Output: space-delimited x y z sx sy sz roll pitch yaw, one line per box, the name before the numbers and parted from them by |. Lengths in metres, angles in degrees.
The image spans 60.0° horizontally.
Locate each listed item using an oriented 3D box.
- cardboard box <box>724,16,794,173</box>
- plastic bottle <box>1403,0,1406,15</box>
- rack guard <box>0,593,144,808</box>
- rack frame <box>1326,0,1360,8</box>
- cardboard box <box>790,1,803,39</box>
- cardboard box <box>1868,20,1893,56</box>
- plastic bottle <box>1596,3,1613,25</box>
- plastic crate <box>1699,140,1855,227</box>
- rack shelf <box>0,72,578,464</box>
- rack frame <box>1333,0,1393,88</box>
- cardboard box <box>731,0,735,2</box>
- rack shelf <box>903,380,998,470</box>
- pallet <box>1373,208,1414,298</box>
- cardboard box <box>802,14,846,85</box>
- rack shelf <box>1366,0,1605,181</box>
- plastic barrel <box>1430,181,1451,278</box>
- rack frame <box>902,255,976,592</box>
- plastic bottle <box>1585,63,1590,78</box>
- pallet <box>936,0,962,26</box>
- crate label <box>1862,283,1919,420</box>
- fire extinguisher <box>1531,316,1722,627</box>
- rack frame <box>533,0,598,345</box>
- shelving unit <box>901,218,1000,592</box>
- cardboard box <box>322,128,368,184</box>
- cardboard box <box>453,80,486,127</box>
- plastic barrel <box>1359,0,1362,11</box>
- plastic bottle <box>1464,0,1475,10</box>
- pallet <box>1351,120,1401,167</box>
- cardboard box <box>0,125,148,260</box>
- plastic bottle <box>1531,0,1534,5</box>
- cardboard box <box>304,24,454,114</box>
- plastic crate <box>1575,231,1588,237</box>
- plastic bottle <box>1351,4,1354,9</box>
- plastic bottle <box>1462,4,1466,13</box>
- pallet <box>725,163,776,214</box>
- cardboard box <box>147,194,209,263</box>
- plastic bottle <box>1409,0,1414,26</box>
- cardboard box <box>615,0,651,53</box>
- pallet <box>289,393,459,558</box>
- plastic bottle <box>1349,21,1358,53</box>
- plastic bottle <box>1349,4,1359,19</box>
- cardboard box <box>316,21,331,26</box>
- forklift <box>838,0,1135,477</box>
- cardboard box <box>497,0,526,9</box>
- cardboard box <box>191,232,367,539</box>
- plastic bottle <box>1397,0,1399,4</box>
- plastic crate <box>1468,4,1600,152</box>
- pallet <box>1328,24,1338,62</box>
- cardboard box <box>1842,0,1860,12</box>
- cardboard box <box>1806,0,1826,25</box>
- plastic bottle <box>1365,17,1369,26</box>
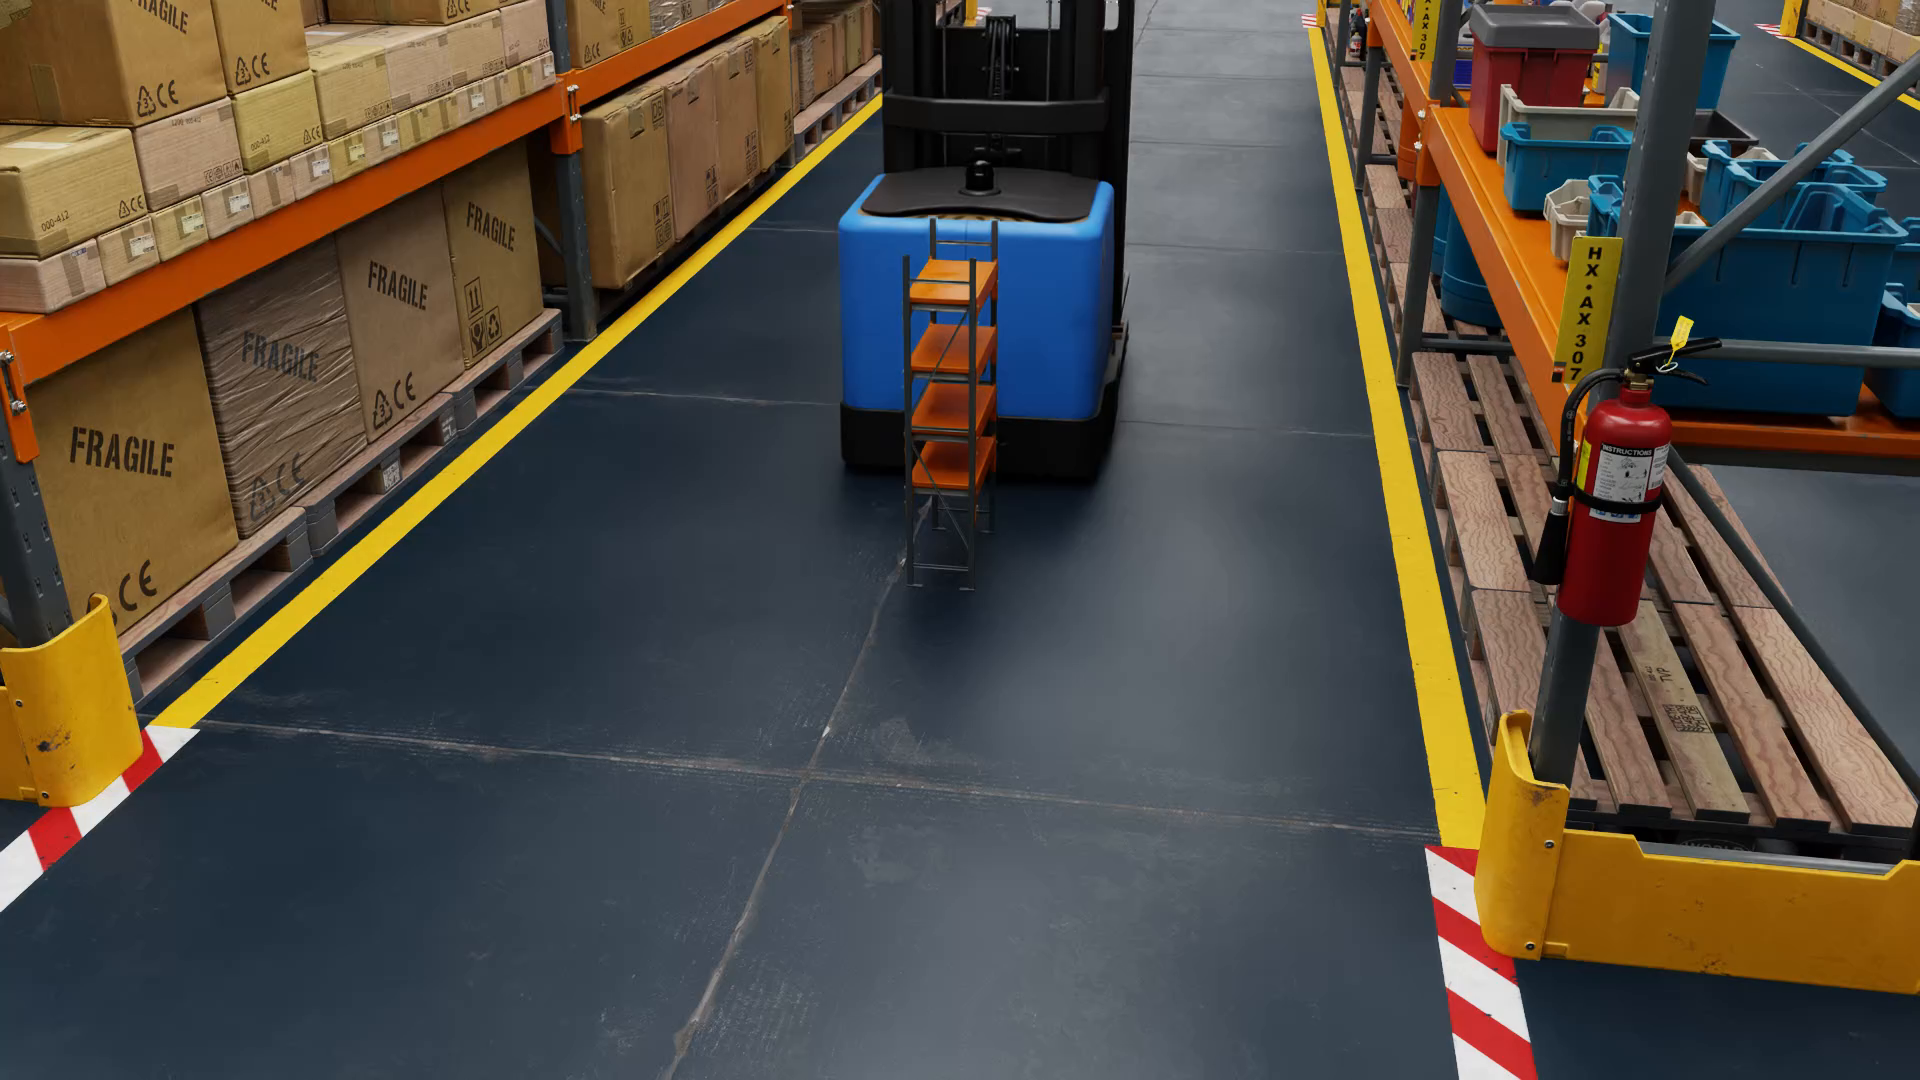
cardboard box | -1.825 -3.013 11.160 1.225 0.875 0.875 3 25 6
plastic bottle | 2.662 -3.185 9.750 0.097 0.201 0.097 0 25 0
rack guard | -3.003 0.415 4.773 1.175 0.500 0.348 4 25 9
rack frame | 4.502 -7.075 17.827 1.000 3.000 0.127 4 25 9
cardboard box | -1.535 -3.984 12.769 0.500 0.250 0.500 7 26 14
cardboard box | 8.753 -4.630 15.352 0.500 0.250 0.500 4 25 9
plastic bottle | 3.167 -2.499 8.188 0.061 0.283 0.133 4 25 9
plastic crate | 2.517 -1.092 5.170 0.416 0.233 0.300 4 25 9
rack shelf | -2.672 -1.237 6.204 1.077 0.370 4.000 4 25 9
rack frame | 3.849 -5.402 14.253 1.000 3.000 0.127 4 25 9
cardboard box | -1.615 -3.686 10.469 0.500 0.500 0.500 4 25 8
rack shelf | -0.027 -0.413 5.876 0.258 0.148 0.480 4 25 9
pallet | 2.905 -1.625 9.473 1.003 0.211 1.213 4 25 9
cardboard box | -1.347 -4.125 13.954 0.700 0.500 0.500 2 25 4
rack shelf | 2.868 -2.567 9.045 1.077 0.370 4.000 4 25 9
plastic barrel | 2.763 -1.819 8.577 0.600 0.901 0.708 4 25 9
rack frame | -0.067 -0.372 5.630 0.240 1.200 0.015 4 25 9
plastic bottle | 2.926 -2.288 7.833 0.097 0.201 0.097 0 25 0
pallet | -0.564 -5.786 18.363 1.003 0.211 1.213 4 25 9
crate label | 2.252 -0.415 3.726 0.416 0.233 0.303 4 25 9
fire extinguisher | 1.414 -0.148 3.559 0.296 0.674 0.183 4 25 9
rack frame | -2.345 -2.400 7.838 1.000 3.000 0.127 4 25 9
shelving unit | -0.027 -0.474 5.848 0.258 1.200 0.503 4 25 9
cardboard box | -2.365 -1.382 5.960 0.380 0.149 0.250 3 25 7
cardboard box | -2.198 -1.813 6.881 0.380 0.149 0.250 4 25 9
plastic barrel | 4.470 -5.858 17.666 0.421 0.512 0.421 0 25 0
plastic bottle | 2.577 -2.605 8.428 0.097 0.271 0.097 0 25 0
pallet | 3.360 -2.788 11.957 1.003 0.211 1.213 4 25 9
cardboard box | -2.654 -0.976 4.622 0.500 0.250 0.500 3 25 7
plastic bottle | 3.459 -3.256 9.903 0.097 0.201 0.097 0 25 0
cardboard box | -2.324 -1.833 6.455 0.500 0.250 0.500 5 25 10
plastic crate | 1.904 -0.765 4.587 0.396 0.136 0.243 4 25 9
plastic bottle | 3.842 -5.159 16.432 0.097 0.271 0.097 0 25 0
plastic bottle | 2.368 -2.441 7.985 0.144 0.351 0.185 4 25 9
pallet | -1.895 -2.485 11.310 1.003 0.211 1.213 4 25 9
cardboard box | -2.533 -0.953 5.044 0.380 0.149 0.250 3 25 7
plastic bottle | 2.571 -3.038 9.339 0.061 0.283 0.133 4 25 9
cardboard box | -1.942 -2.830 8.640 0.500 0.500 0.500 4 25 9
pallet | -2.744 -0.312 6.668 1.003 0.211 1.213 4 25 9
plastic bottle | 3.602 -4.595 15.215 0.061 0.283 0.133 5 26 11
plastic bottle | 3.754 -4.907 15.800 0.144 0.351 0.185 4 25 8
cardboard box | -2.767 -2.080 6.982 0.500 0.250 0.500 4 25 8
forklift | 0.238 -2.175 7.440 1.130 2.935 3.031 4 25 7
cardboard box | -2.157 -2.595 7.198 0.500 0.500 0.500 5 25 10
cardboard box | -2.825 -0.608 6.022 0.875 0.875 0.875 4 25 9
plastic bottle | 2.743 -3.394 10.196 0.097 0.201 0.097 0 25 0
plastic crate | 2.148 -1.757 6.318 0.402 0.464 0.583 4 25 9
pallet | 4.196 -4.929 16.532 1.003 0.211 1.213 4 25 9
cardboard box | 8.932 -5.387 16.084 0.500 0.500 0.500 4 25 9
cardboard box | 9.081 -5.467 17.138 0.500 0.250 0.500 4 25 9
plastic bottle | 3.851 -4.738 15.528 0.152 0.276 0.135 4 25 9
